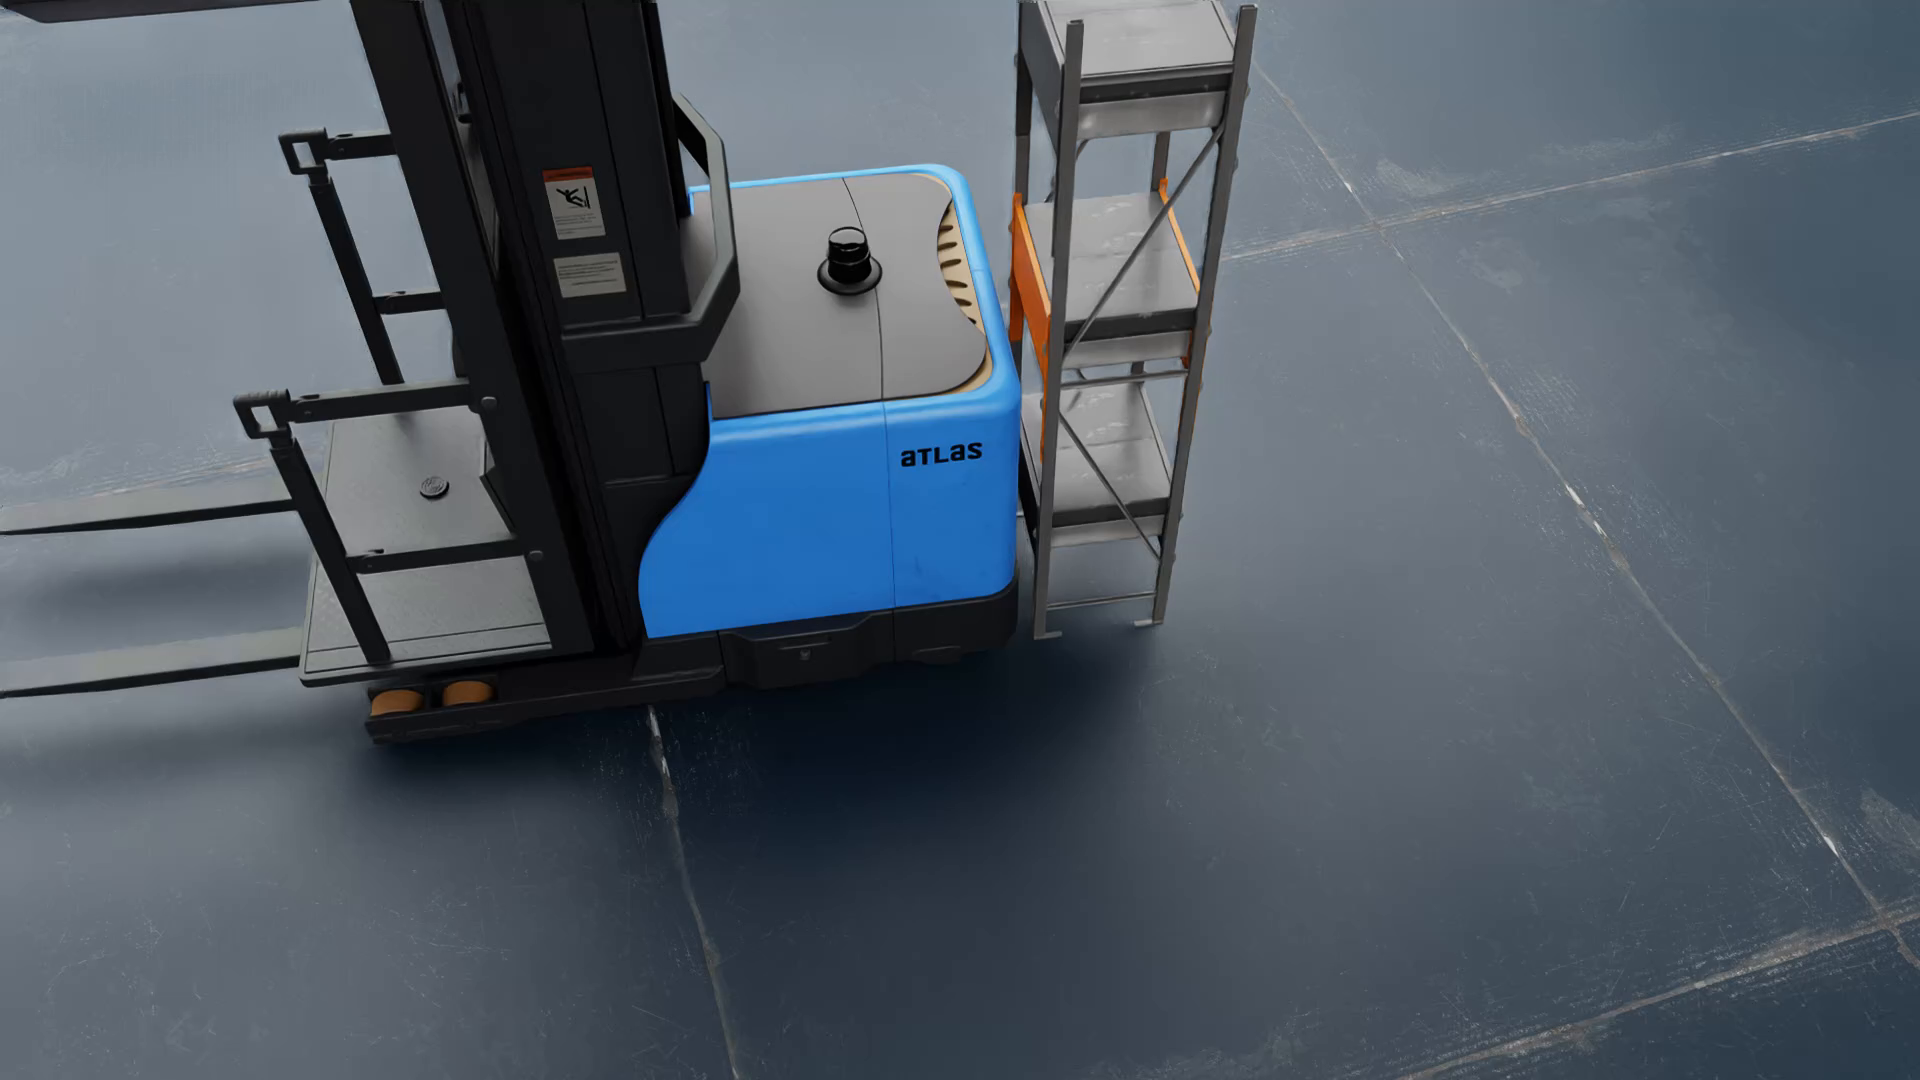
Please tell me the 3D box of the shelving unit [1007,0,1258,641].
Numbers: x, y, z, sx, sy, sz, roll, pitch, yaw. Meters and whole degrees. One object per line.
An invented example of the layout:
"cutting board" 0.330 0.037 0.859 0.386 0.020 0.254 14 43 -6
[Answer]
"shelving unit" 0.378 -0.588 4.373 0.431 2.100 0.503 -7 50 -6

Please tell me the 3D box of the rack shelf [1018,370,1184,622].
"rack shelf" 0.378 -0.128 4.918 0.431 0.518 0.480 -7 50 -6

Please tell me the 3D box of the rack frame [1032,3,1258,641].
"rack frame" 0.417 -0.404 4.217 0.400 2.100 0.015 -7 50 -6

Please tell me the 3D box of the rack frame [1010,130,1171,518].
"rack frame" 0.340 -0.773 4.528 0.400 2.100 0.015 -7 50 -6

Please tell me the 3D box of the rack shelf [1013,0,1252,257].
"rack shelf" 0.378 -1.031 3.848 0.431 0.518 0.480 -7 50 -6

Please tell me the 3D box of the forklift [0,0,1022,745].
"forklift" -1.393 -0.802 4.009 3.031 2.935 1.130 -7 50 -6

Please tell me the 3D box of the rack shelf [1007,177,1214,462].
"rack shelf" 0.378 -0.580 4.383 0.431 0.518 0.480 -7 50 -6
